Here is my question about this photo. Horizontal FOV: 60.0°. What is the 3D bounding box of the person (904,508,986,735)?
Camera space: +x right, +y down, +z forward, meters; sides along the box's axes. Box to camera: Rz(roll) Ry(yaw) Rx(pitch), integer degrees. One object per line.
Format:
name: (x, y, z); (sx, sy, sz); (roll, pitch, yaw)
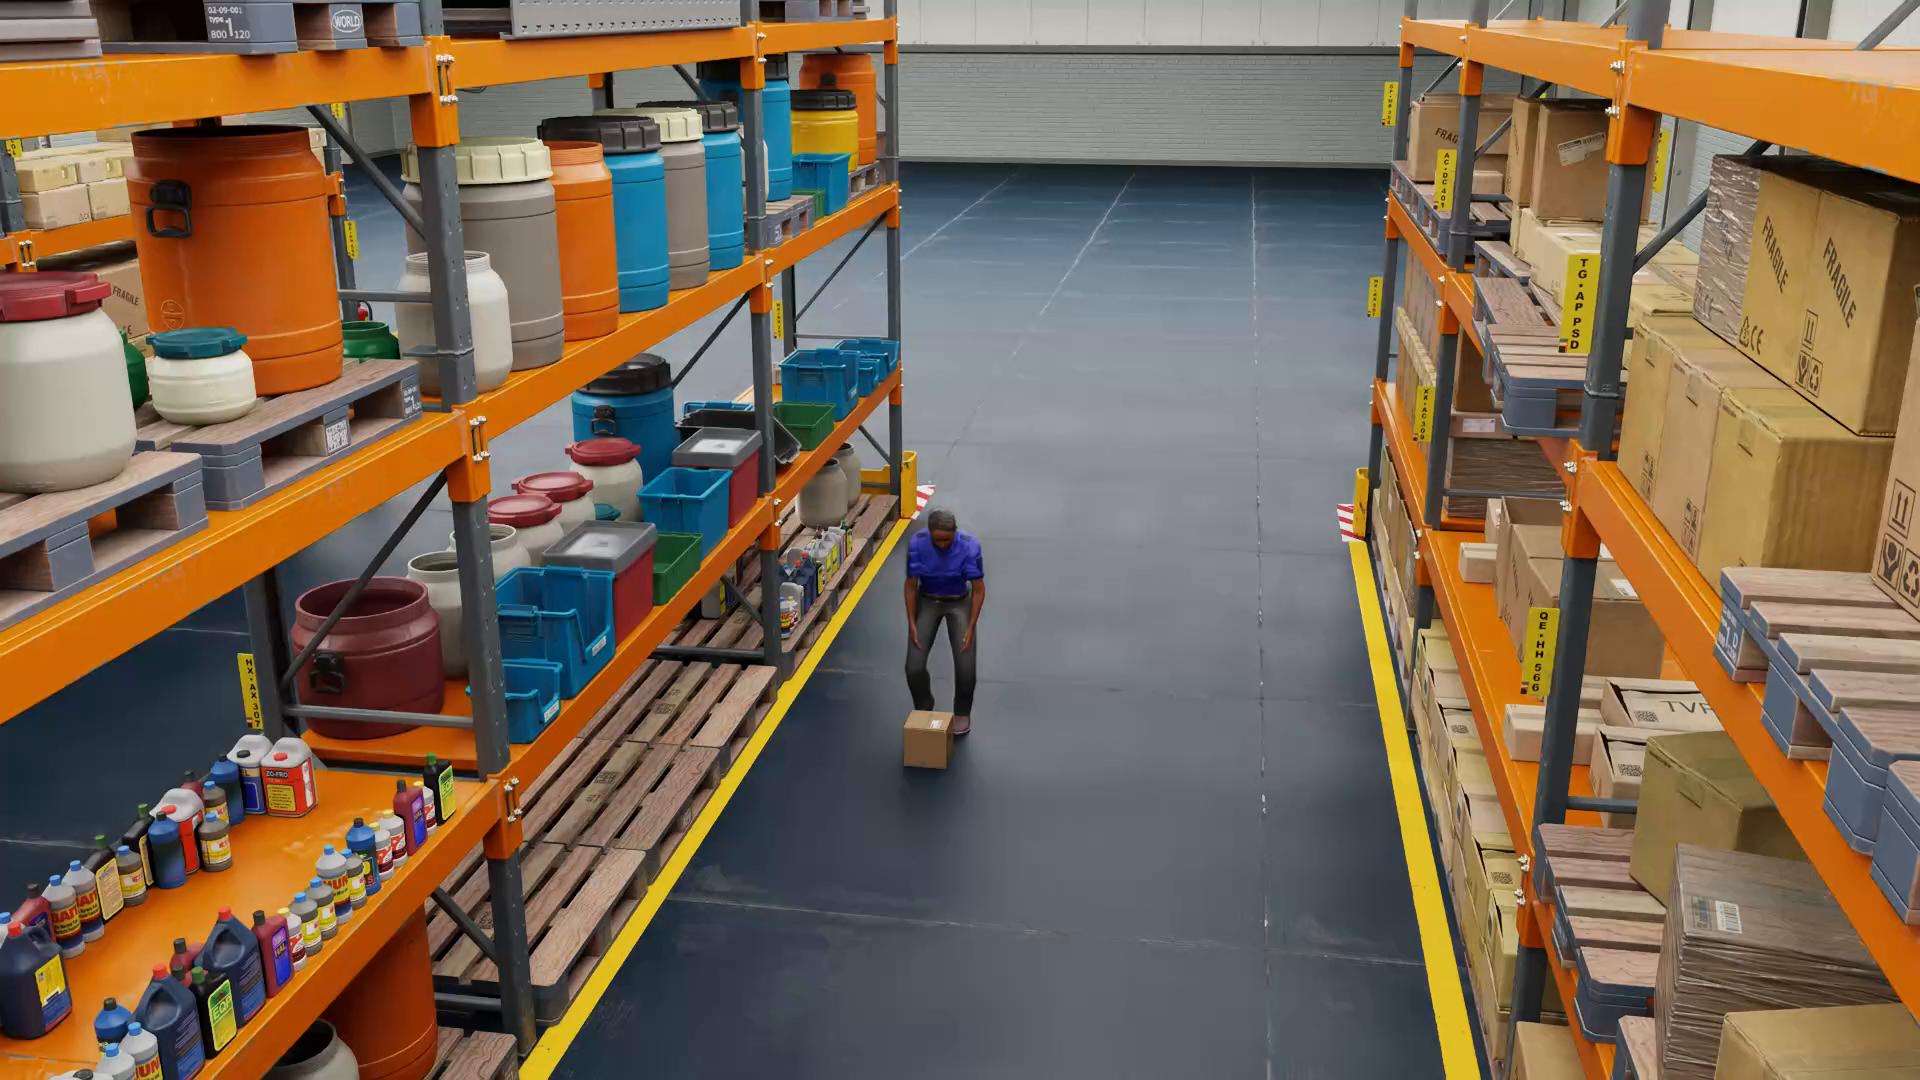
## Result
person: (-0.081, 0.461, 9.979); (0.490, 1.465, 0.556); (3, 18, 9)
